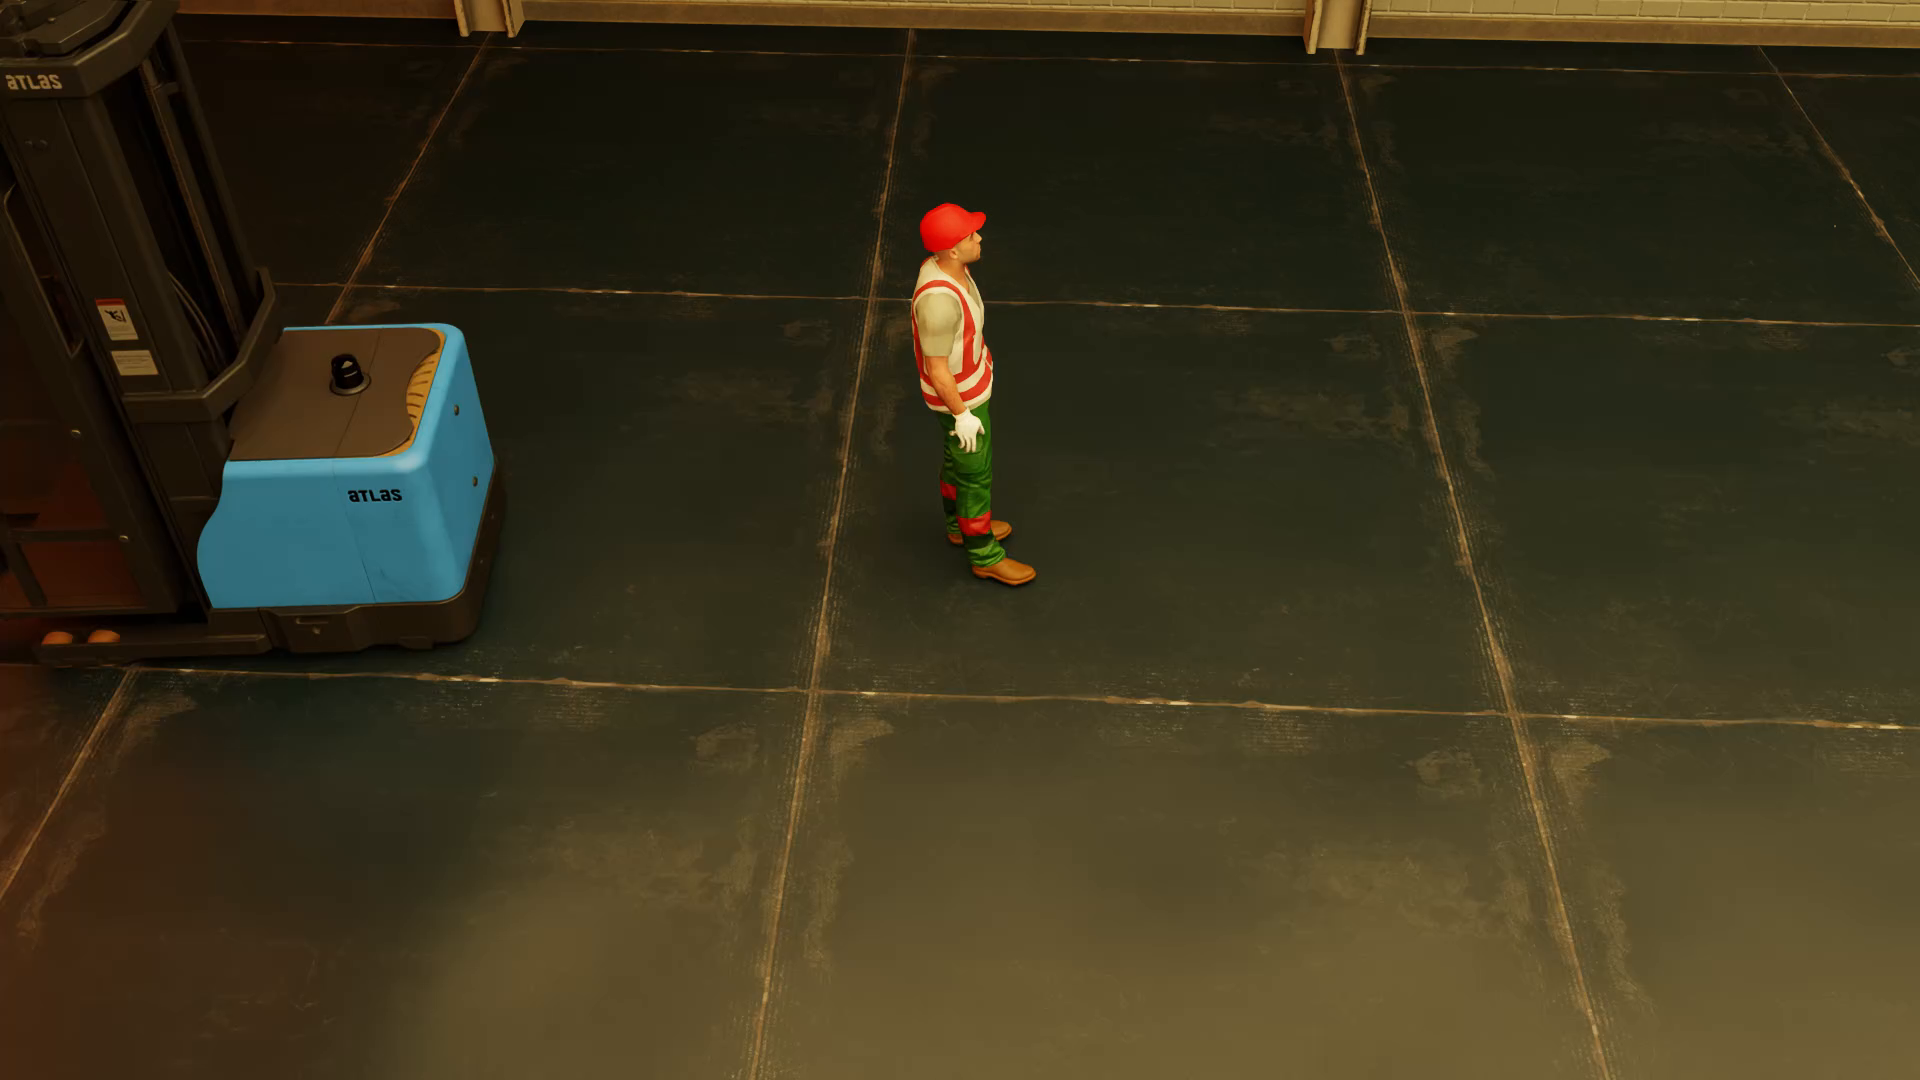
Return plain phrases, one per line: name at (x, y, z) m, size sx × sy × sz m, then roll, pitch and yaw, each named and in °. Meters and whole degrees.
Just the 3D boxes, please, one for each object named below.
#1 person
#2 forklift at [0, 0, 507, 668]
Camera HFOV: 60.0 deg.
person at (0.079, -0.655, 7.296) m, size 0.564 × 1.787 × 0.637 m, roll 2°, pitch 42°, yaw 2°
forklift at (-3.680, -0.889, 6.716) m, size 3.031 × 2.935 × 1.130 m, roll -2°, pitch 42°, yaw -2°
